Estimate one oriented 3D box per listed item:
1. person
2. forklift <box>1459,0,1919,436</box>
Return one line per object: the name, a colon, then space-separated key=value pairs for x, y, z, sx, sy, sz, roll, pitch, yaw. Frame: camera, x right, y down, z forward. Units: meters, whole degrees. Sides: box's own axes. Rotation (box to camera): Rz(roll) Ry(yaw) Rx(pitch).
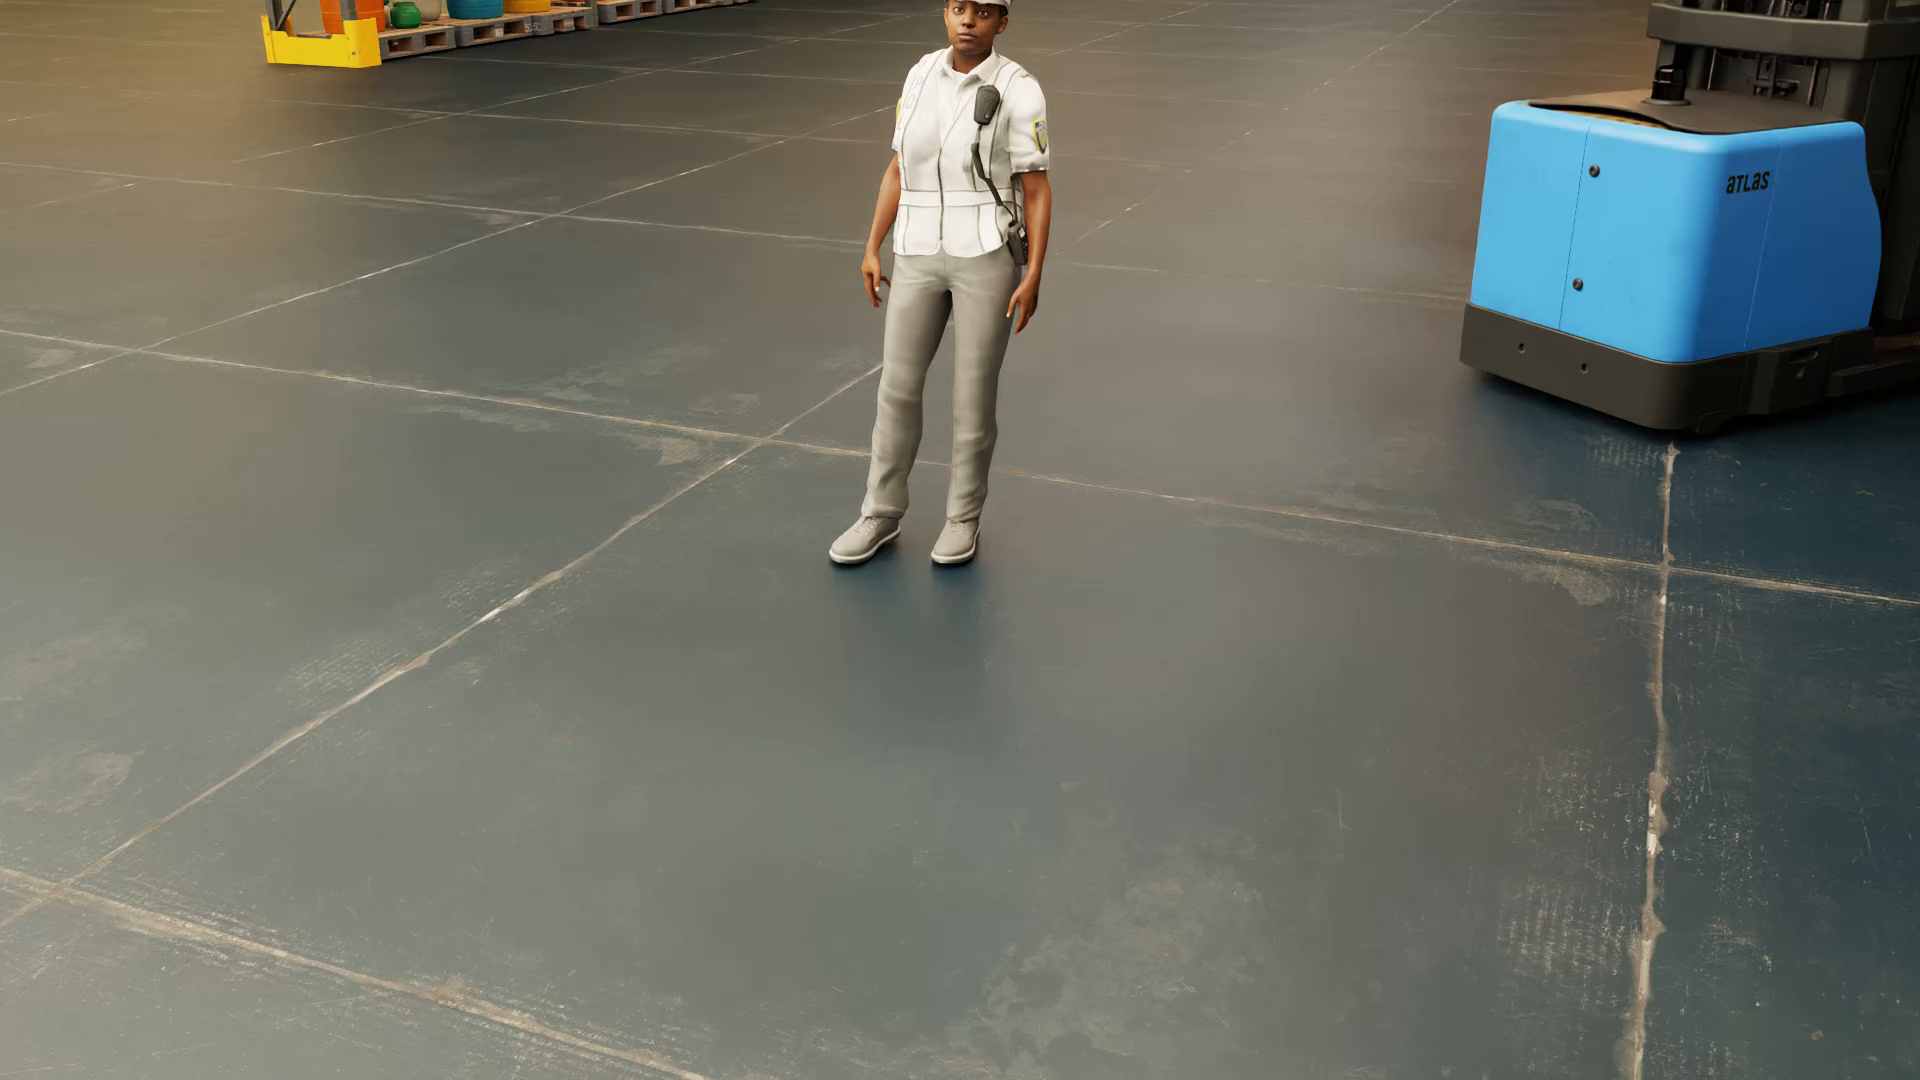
person: x=-0.047 y=-0.765 z=4.706 sx=0.569 sy=1.695 sz=0.528 roll=9 pitch=24 yaw=21
forklift: x=3.528 y=-2.113 z=6.348 sx=3.031 sy=2.935 sz=1.130 roll=-12 pitch=25 yaw=-26
